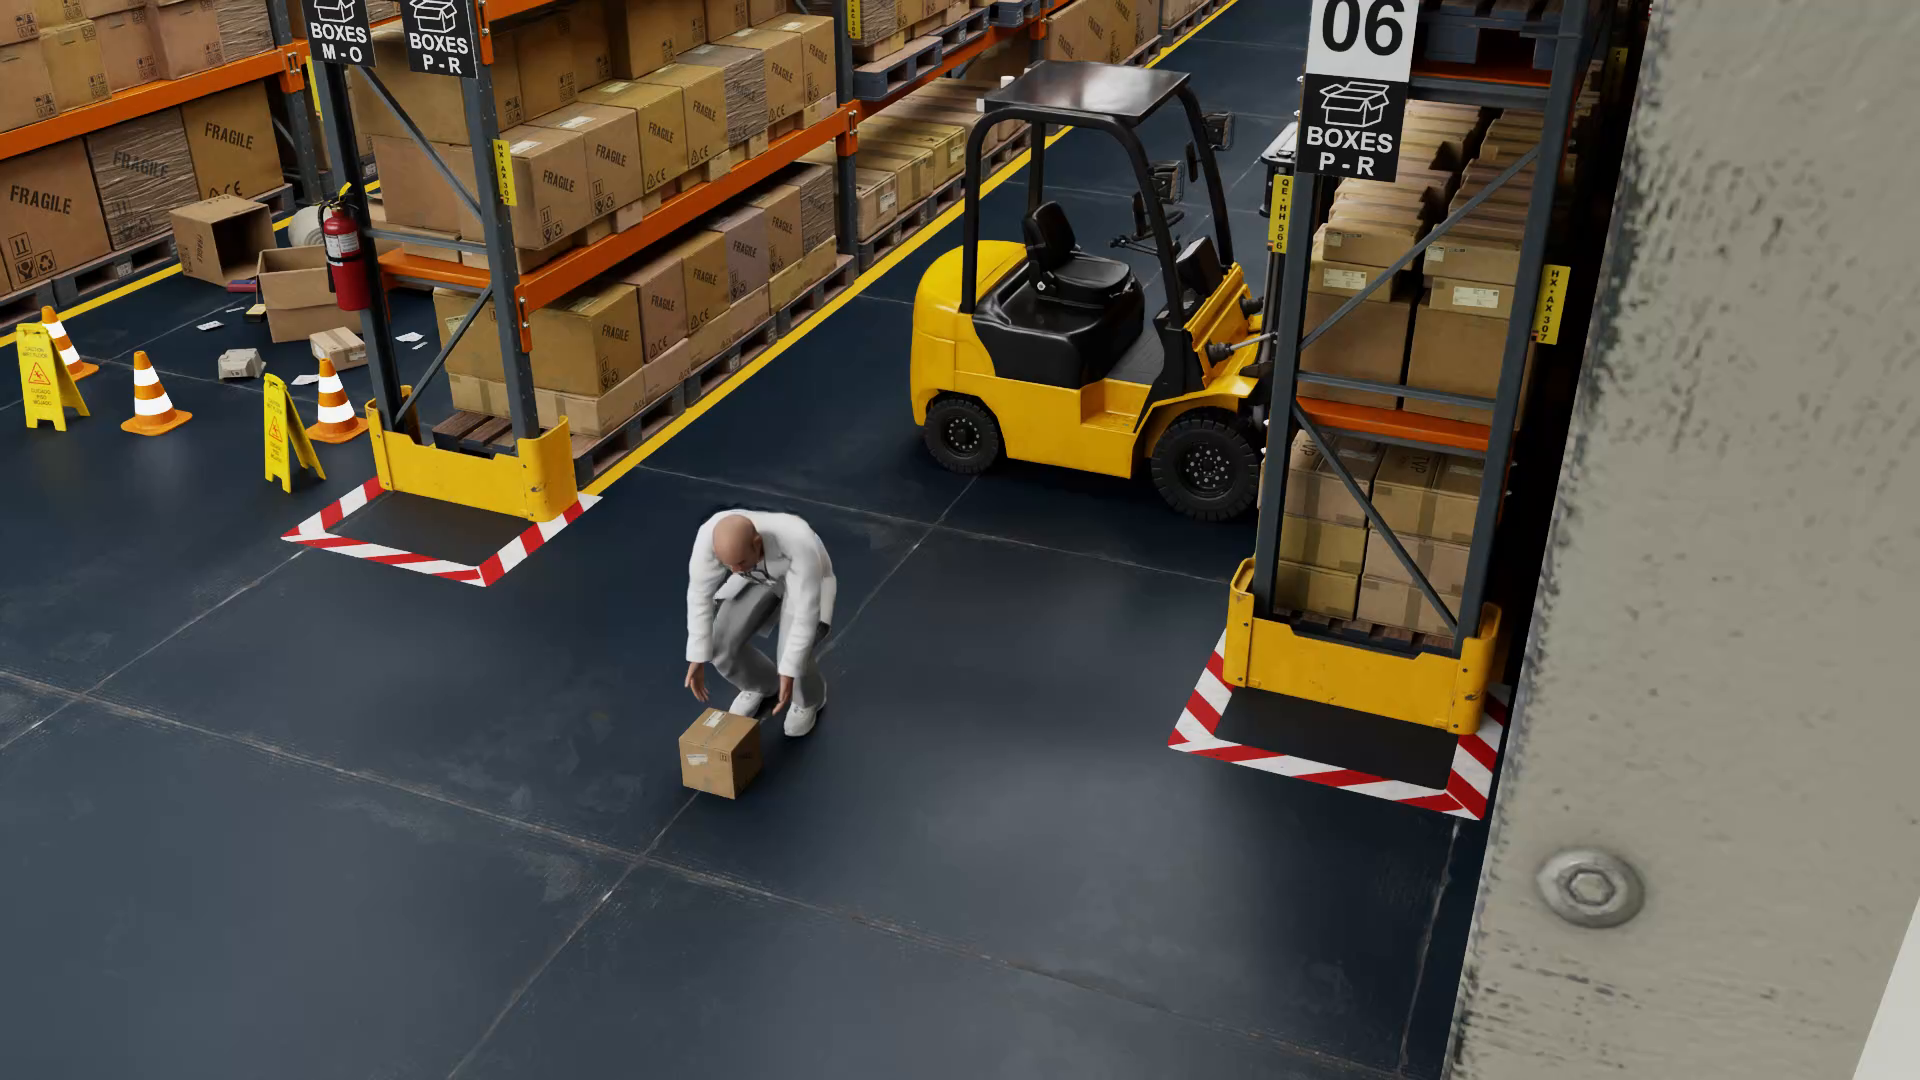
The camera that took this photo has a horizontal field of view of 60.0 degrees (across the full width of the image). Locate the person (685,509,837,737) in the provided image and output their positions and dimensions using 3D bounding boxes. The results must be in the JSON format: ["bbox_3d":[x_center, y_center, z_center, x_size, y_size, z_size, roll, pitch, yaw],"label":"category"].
[{"bbox_3d":[-0.820,0.293,7.202,0.628,1.211,0.817,11,31,19],"label":"person"}]
